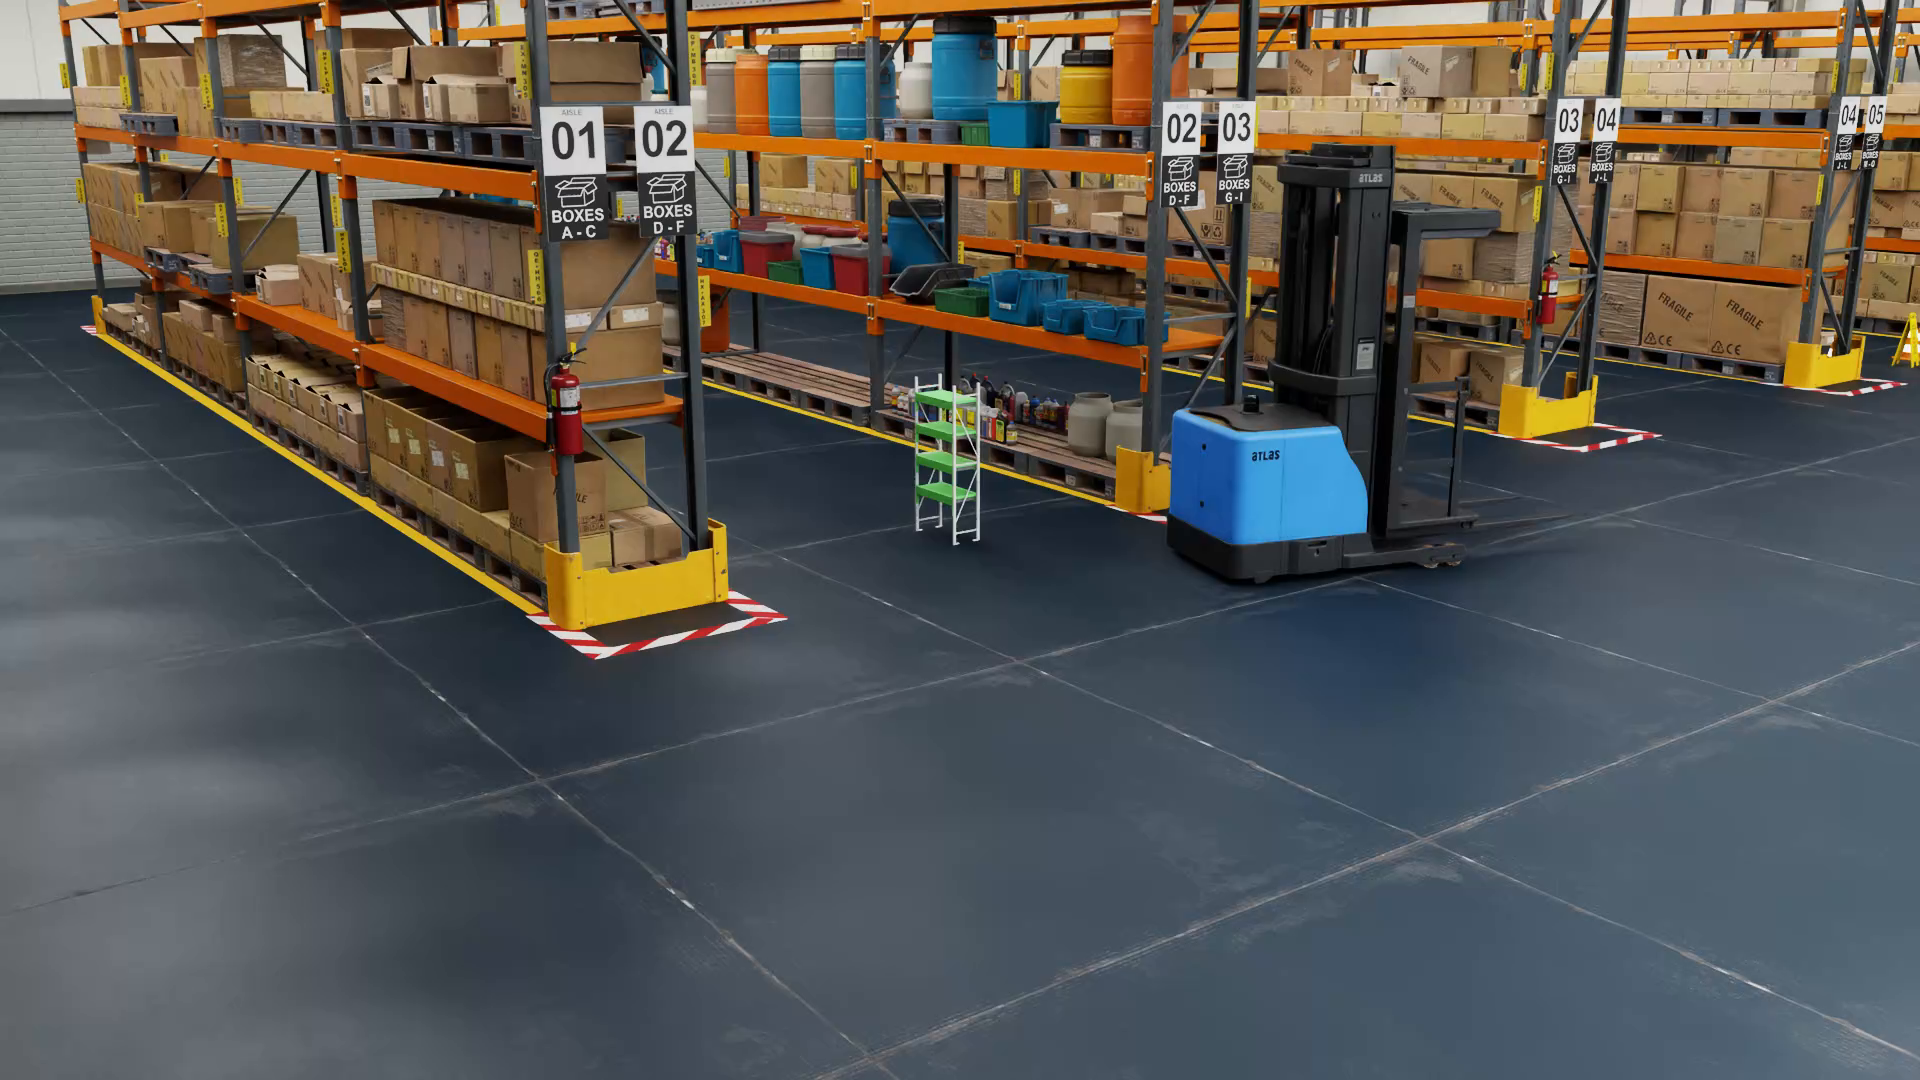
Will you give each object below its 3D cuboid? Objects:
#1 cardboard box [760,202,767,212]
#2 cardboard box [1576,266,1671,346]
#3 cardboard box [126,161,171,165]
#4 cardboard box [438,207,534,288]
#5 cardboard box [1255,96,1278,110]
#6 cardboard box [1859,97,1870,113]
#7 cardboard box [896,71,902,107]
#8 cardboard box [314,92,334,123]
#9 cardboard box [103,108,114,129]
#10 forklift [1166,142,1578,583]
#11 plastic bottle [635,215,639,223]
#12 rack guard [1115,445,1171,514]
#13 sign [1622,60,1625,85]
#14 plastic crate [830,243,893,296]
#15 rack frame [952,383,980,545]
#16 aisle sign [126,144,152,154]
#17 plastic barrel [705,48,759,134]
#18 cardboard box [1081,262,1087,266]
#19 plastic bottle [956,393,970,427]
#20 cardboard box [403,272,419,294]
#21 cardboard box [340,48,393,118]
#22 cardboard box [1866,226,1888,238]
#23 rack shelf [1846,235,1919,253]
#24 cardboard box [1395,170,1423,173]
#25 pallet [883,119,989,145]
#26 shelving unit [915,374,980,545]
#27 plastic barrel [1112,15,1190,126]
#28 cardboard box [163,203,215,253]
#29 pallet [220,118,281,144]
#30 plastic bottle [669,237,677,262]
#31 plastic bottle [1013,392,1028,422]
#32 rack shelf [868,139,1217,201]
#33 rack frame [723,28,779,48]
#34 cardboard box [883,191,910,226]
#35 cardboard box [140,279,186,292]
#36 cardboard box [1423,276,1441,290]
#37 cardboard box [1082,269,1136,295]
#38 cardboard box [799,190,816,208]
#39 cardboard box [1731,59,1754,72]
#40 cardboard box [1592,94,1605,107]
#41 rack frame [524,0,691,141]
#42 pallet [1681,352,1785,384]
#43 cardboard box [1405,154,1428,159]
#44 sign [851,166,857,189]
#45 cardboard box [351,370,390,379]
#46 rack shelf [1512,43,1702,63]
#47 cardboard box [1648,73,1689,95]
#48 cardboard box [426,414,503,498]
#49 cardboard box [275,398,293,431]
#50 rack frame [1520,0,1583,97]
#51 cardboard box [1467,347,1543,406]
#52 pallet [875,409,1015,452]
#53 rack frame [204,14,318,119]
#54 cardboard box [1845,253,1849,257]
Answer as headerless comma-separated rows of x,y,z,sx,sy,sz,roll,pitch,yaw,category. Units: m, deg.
-3.105,-5.542,27.619,0.380,0.149,0.250,-11,19,-35,cardboard box
8.469,-2.982,21.017,0.875,0.875,0.875,-11,19,-34,cardboard box
-11.035,-4.896,22.700,0.500,0.500,0.500,-11,19,-35,cardboard box
-3.313,-2.114,11.972,0.700,0.500,0.500,-11,19,-34,cardboard box
3.493,-4.842,18.432,0.380,0.149,0.250,-12,19,-36,cardboard box
12.498,-5.987,22.807,0.500,0.250,0.500,-11,19,-34,cardboard box
-0.803,-6.676,24.619,0.700,0.500,0.500,-10,18,-33,cardboard box
-5.144,-3.683,14.156,0.500,0.250,0.500,-13,20,-40,cardboard box
-10.255,-5.215,20.549,0.500,0.250,0.500,-11,19,-35,cardboard box
3.084,-1.336,11.904,3.031,2.935,1.130,-5,16,-19,forklift
-4.245,-4.123,22.053,0.144,0.351,0.185,-11,19,-35,plastic bottle
1.814,-0.573,13.722,1.175,0.500,0.348,-11,19,-35,rack guard
6.342,-4.491,15.965,0.100,0.325,0.005,-11,19,-35,sign
-0.987,-2.711,16.676,0.402,0.464,0.583,-11,19,-35,plastic crate
0.046,-0.562,12.356,0.240,1.200,0.015,-11,19,-35,rack frame
-11.312,-5.734,22.920,0.394,0.787,0.004,-11,19,-35,aisle sign
-2.500,-4.957,18.375,0.600,0.901,0.600,0,15,0,plastic barrel
2.328,-4.776,28.949,0.380,0.149,0.250,-10,18,-33,cardboard box
0.045,-1.190,15.428,0.144,0.351,0.185,-11,19,-35,plastic bottle
-4.006,-1.965,12.656,0.380,0.149,0.250,-11,19,-35,cardboard box
-4.381,-3.472,12.649,0.500,0.500,0.500,-9,18,-30,cardboard box
12.718,-4.264,22.950,0.380,0.149,0.250,-11,19,-35,cardboard box
12.743,-4.157,23.444,1.077,0.370,4.000,-11,19,-35,rack shelf
4.502,-3.613,17.446,0.500,0.500,0.500,-11,19,-35,cardboard box
0.048,-3.841,15.602,1.213,0.211,1.003,-11,19,-35,pallet
-0.097,-0.614,12.547,0.258,1.200,0.503,-11,19,-35,shelving unit
1.508,-3.710,13.159,0.600,0.830,0.708,-11,19,-35,plastic barrel
-8.614,-3.542,18.850,0.700,0.500,0.500,-8,17,-26,cardboard box
-6.344,-3.935,15.945,1.213,0.211,1.003,-10,18,-32,pallet
-3.390,-3.442,19.690,0.061,0.283,0.133,-11,19,-35,plastic bottle
0.552,-1.284,15.912,0.152,0.276,0.135,-10,18,-34,plastic bottle
0.721,-3.296,14.619,1.077,0.370,4.000,-11,19,-35,rack shelf
-3.504,-8.849,27.860,1.000,3.000,0.127,-11,19,-35,rack frame
-0.788,-4.905,24.625,0.500,0.500,0.500,-11,19,-34,cardboard box
-11.001,-3.347,23.024,0.500,0.500,0.500,-11,19,-35,cardboard box
4.986,-2.661,17.091,0.380,0.149,0.250,-11,19,-35,cardboard box
1.938,-3.365,21.669,0.500,0.250,0.500,-8,17,-28,cardboard box
-2.231,-5.445,26.507,0.500,0.250,0.500,-10,18,-33,cardboard box
9.052,-5.430,19.033,0.380,0.149,0.250,-10,18,-34,cardboard box
8.008,-5.425,20.523,0.380,0.149,0.250,-11,19,-35,cardboard box
-2.112,-3.895,9.761,1.000,3.000,0.127,-11,19,-35,rack frame
9.441,-2.100,19.850,1.003,0.211,1.213,-11,19,-35,pallet
8.105,-6.601,28.927,0.500,0.500,0.500,-11,19,-34,cardboard box
-1.600,-5.470,25.090,0.100,0.325,0.005,-11,19,-35,sign
-5.410,-1.458,15.570,0.500,0.311,0.500,-10,18,-33,cardboard box
12.052,-9.337,31.764,1.077,0.370,4.000,-11,19,-35,rack shelf
8.577,-5.439,19.818,0.500,0.250,0.500,-11,19,-34,cardboard box
-3.561,-0.626,12.174,0.500,0.500,0.500,-11,19,-35,cardboard box
-6.139,-1.211,15.733,0.500,0.250,0.500,-11,19,-36,cardboard box
7.623,-7.034,21.231,1.000,3.000,0.127,-11,19,-35,rack frame
5.550,-1.671,16.940,0.500,0.500,0.500,-7,17,-24,cardboard box
-0.094,-1.129,16.301,1.003,0.211,1.213,-11,19,-35,pallet
-6.816,-5.603,16.003,1.000,3.000,0.127,-11,19,-35,rack frame
12.734,-3.867,24.015,0.500,0.500,0.500,-10,18,-32,cardboard box
